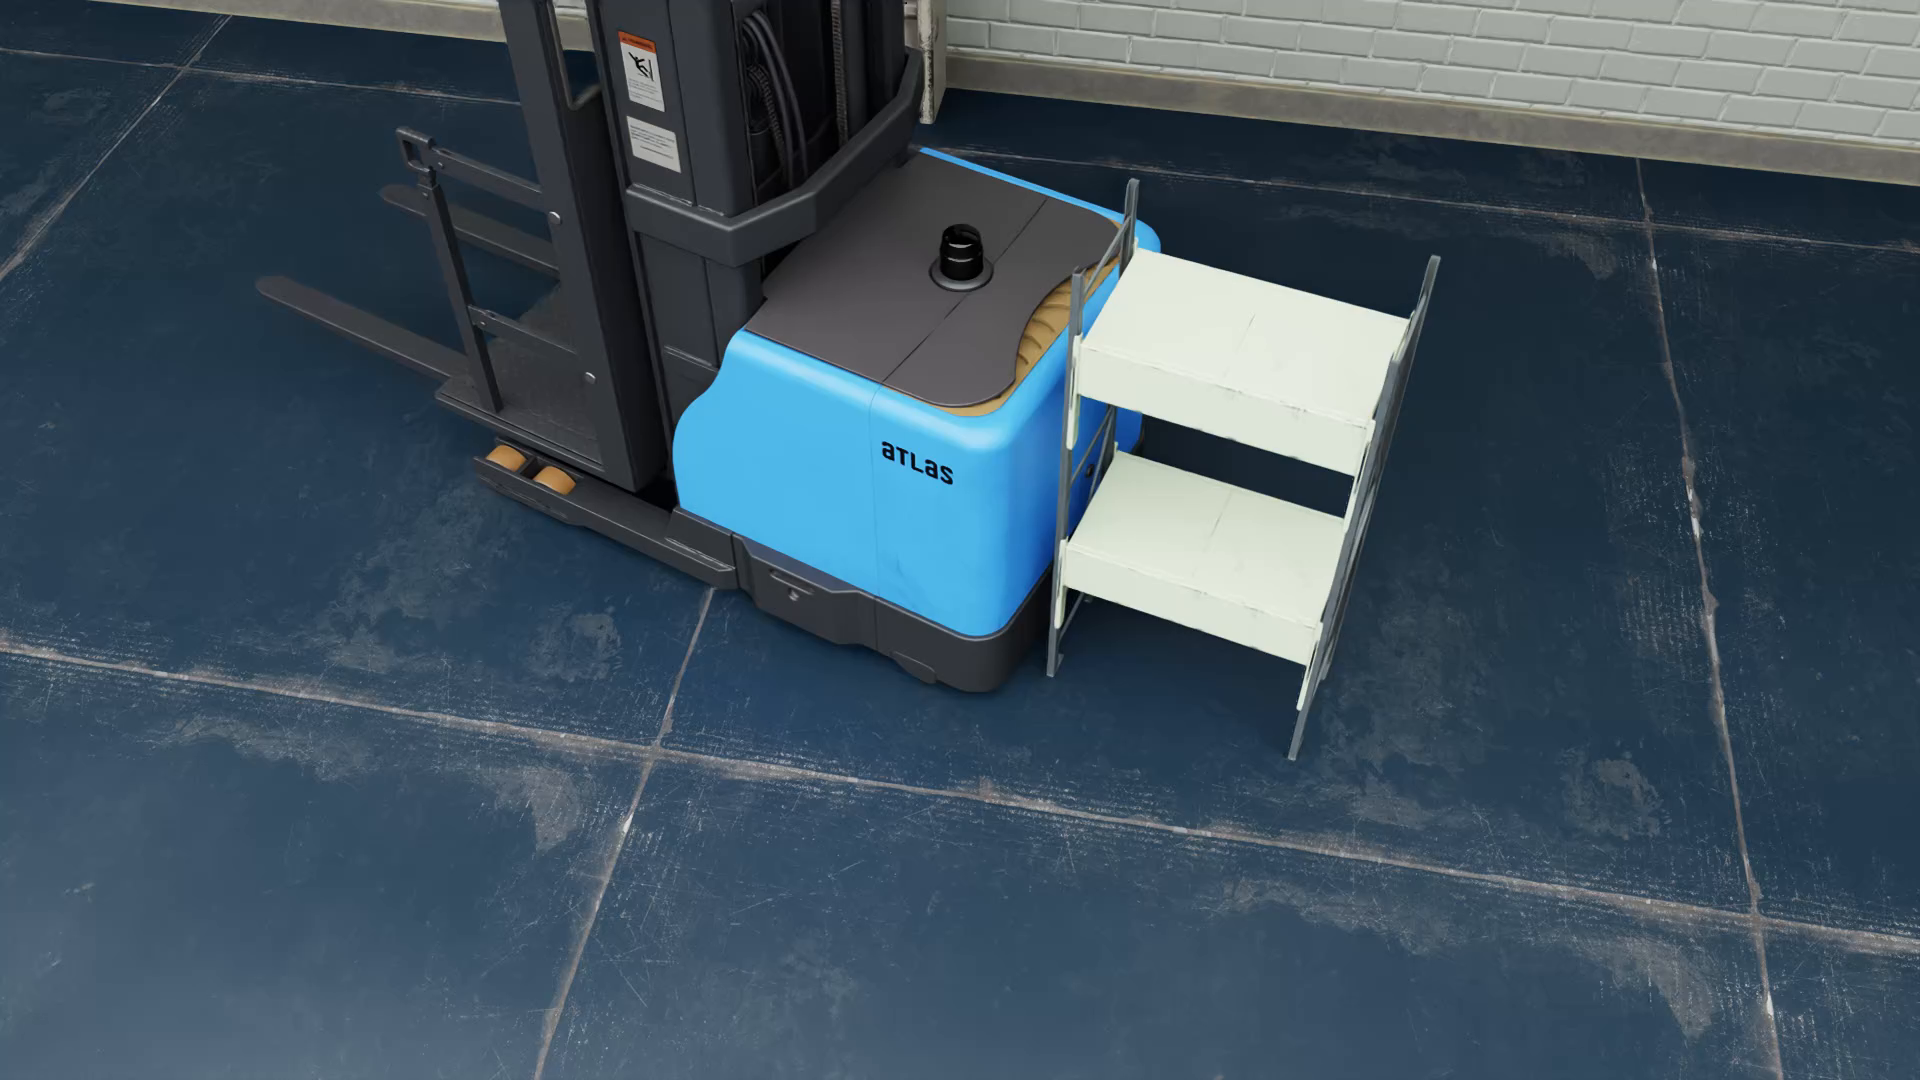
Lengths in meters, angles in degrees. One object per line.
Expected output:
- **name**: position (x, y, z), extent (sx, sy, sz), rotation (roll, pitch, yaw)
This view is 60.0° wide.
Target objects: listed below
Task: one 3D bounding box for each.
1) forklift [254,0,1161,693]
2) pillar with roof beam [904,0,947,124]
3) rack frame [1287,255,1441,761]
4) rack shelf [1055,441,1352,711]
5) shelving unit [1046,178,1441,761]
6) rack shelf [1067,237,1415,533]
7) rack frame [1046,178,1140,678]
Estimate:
- **forklift**: position (-0.963, -1.365, 4.506), extent (3.031, 2.935, 1.130), rotation (23, 52, 19)
- **pillar with roof beam**: position (-1.042, -1.689, 0.718), extent (0.400, 9.000, 9.100), rotation (8, 49, 7)
- **rack frame**: position (1.014, -0.016, 4.256), extent (0.023, 1.500, 0.400), rotation (18, 51, 16)
- **rack shelf**: position (0.679, 0.092, 4.597), extent (0.720, 0.370, 0.431), rotation (18, 51, 16)
- **shelving unit**: position (0.679, -0.126, 4.354), extent (0.755, 1.500, 0.431), rotation (18, 51, 16)
- **rack shelf**: position (0.679, -0.386, 4.064), extent (0.720, 0.370, 0.431), rotation (18, 51, 16)
- **rack frame**: position (0.344, -0.235, 4.453), extent (0.023, 1.500, 0.400), rotation (18, 51, 16)
